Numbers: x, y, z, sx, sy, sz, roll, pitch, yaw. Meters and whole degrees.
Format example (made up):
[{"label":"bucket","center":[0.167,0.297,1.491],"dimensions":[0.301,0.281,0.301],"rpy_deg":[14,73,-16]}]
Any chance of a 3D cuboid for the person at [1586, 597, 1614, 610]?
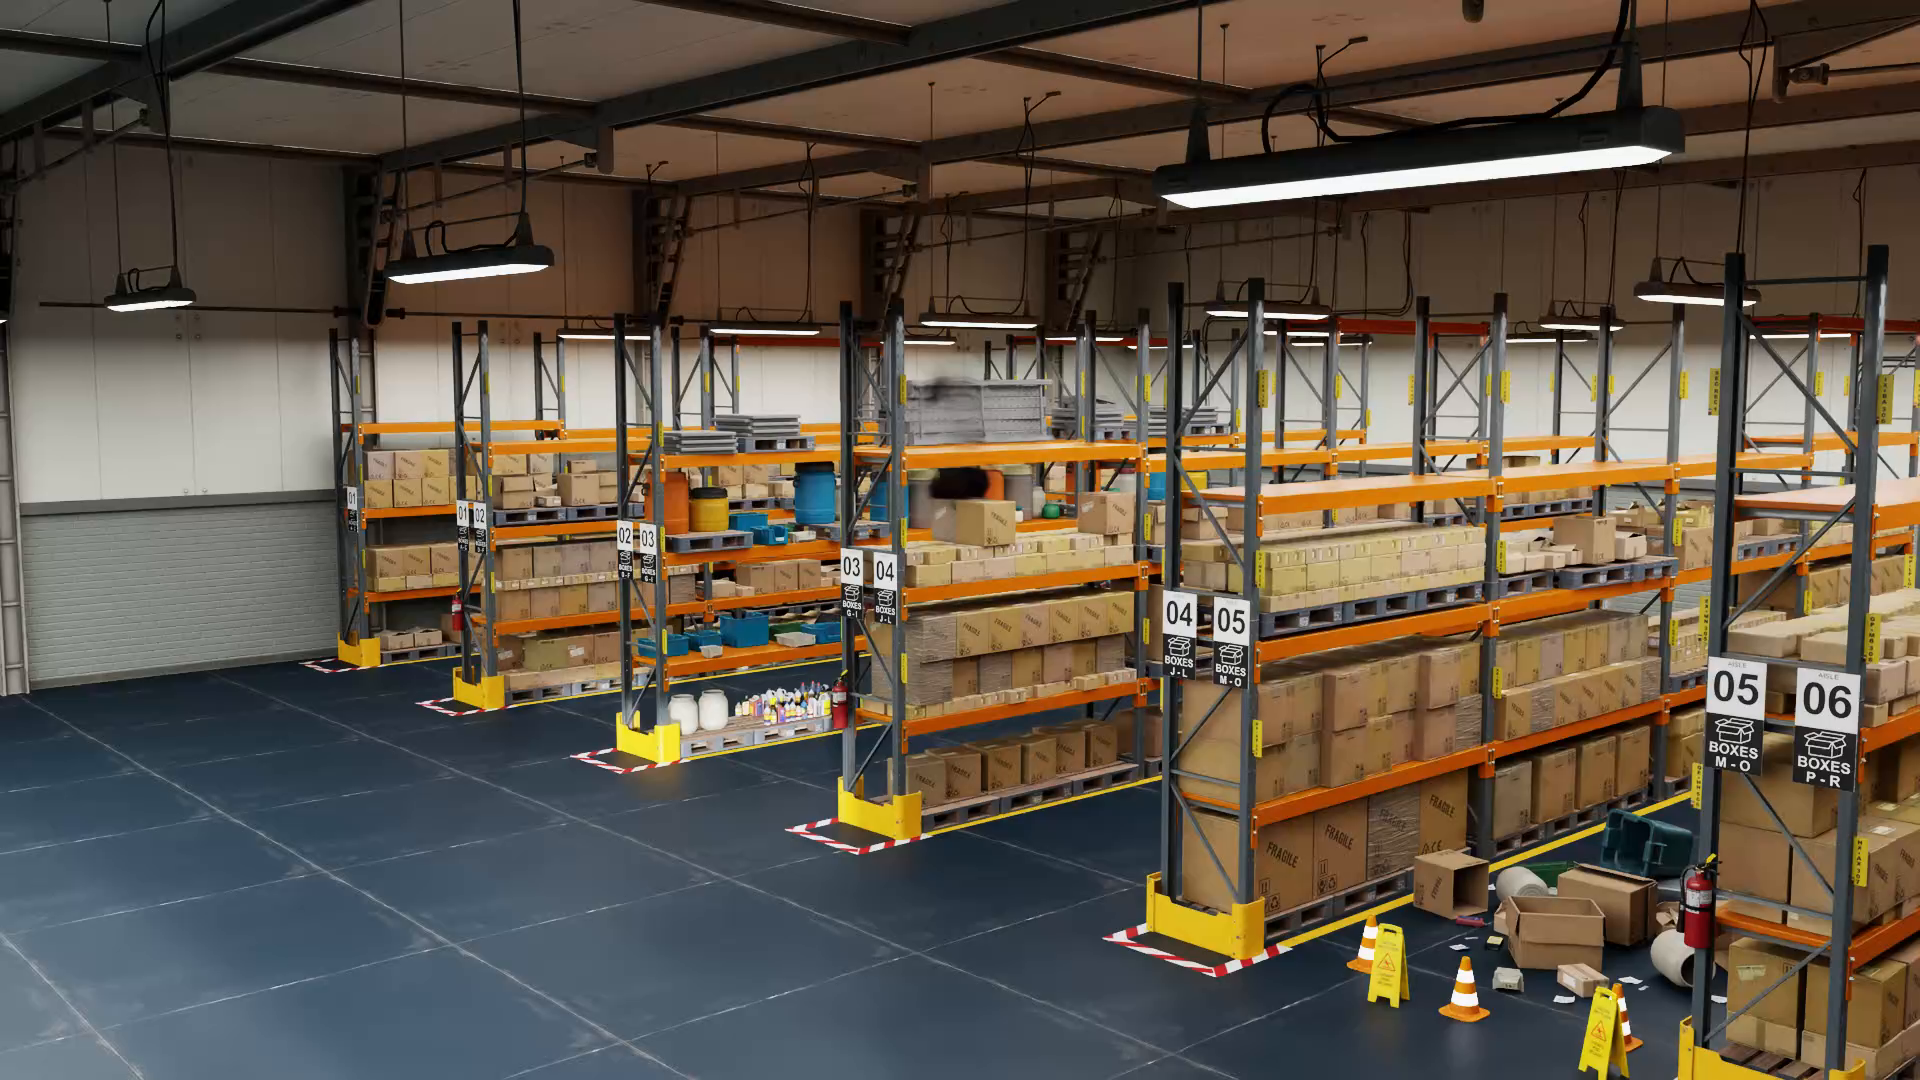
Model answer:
[{"label":"person","center":[12.008,1.230,31.420],"dimensions":[0.700,1.709,0.791],"rpy_deg":[-2,6,-21]}]
